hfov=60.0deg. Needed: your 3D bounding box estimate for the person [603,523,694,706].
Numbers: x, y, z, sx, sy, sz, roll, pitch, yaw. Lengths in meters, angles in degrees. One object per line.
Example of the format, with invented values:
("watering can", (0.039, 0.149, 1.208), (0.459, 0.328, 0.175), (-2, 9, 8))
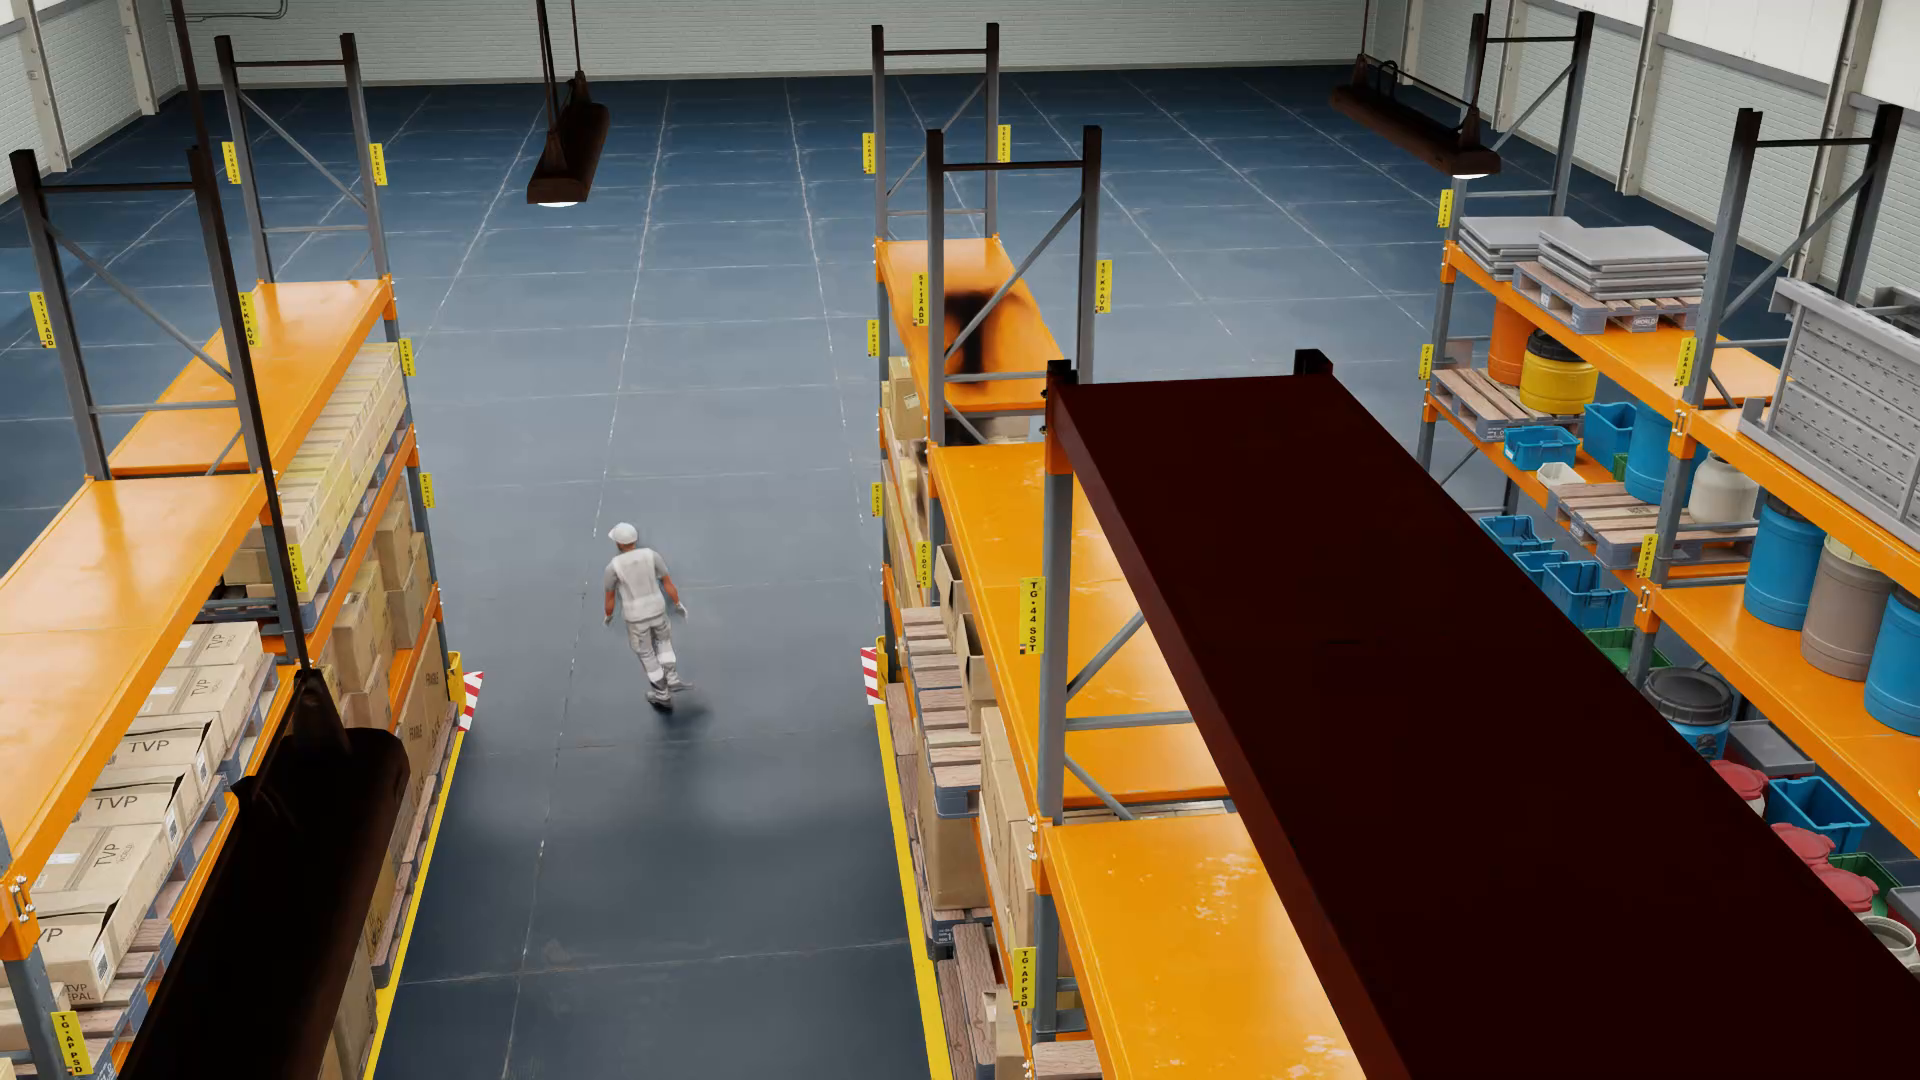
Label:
("person", (-2.868, 0.665, 15.094), (0.681, 1.752, 0.505), (-15, 29, -28))
